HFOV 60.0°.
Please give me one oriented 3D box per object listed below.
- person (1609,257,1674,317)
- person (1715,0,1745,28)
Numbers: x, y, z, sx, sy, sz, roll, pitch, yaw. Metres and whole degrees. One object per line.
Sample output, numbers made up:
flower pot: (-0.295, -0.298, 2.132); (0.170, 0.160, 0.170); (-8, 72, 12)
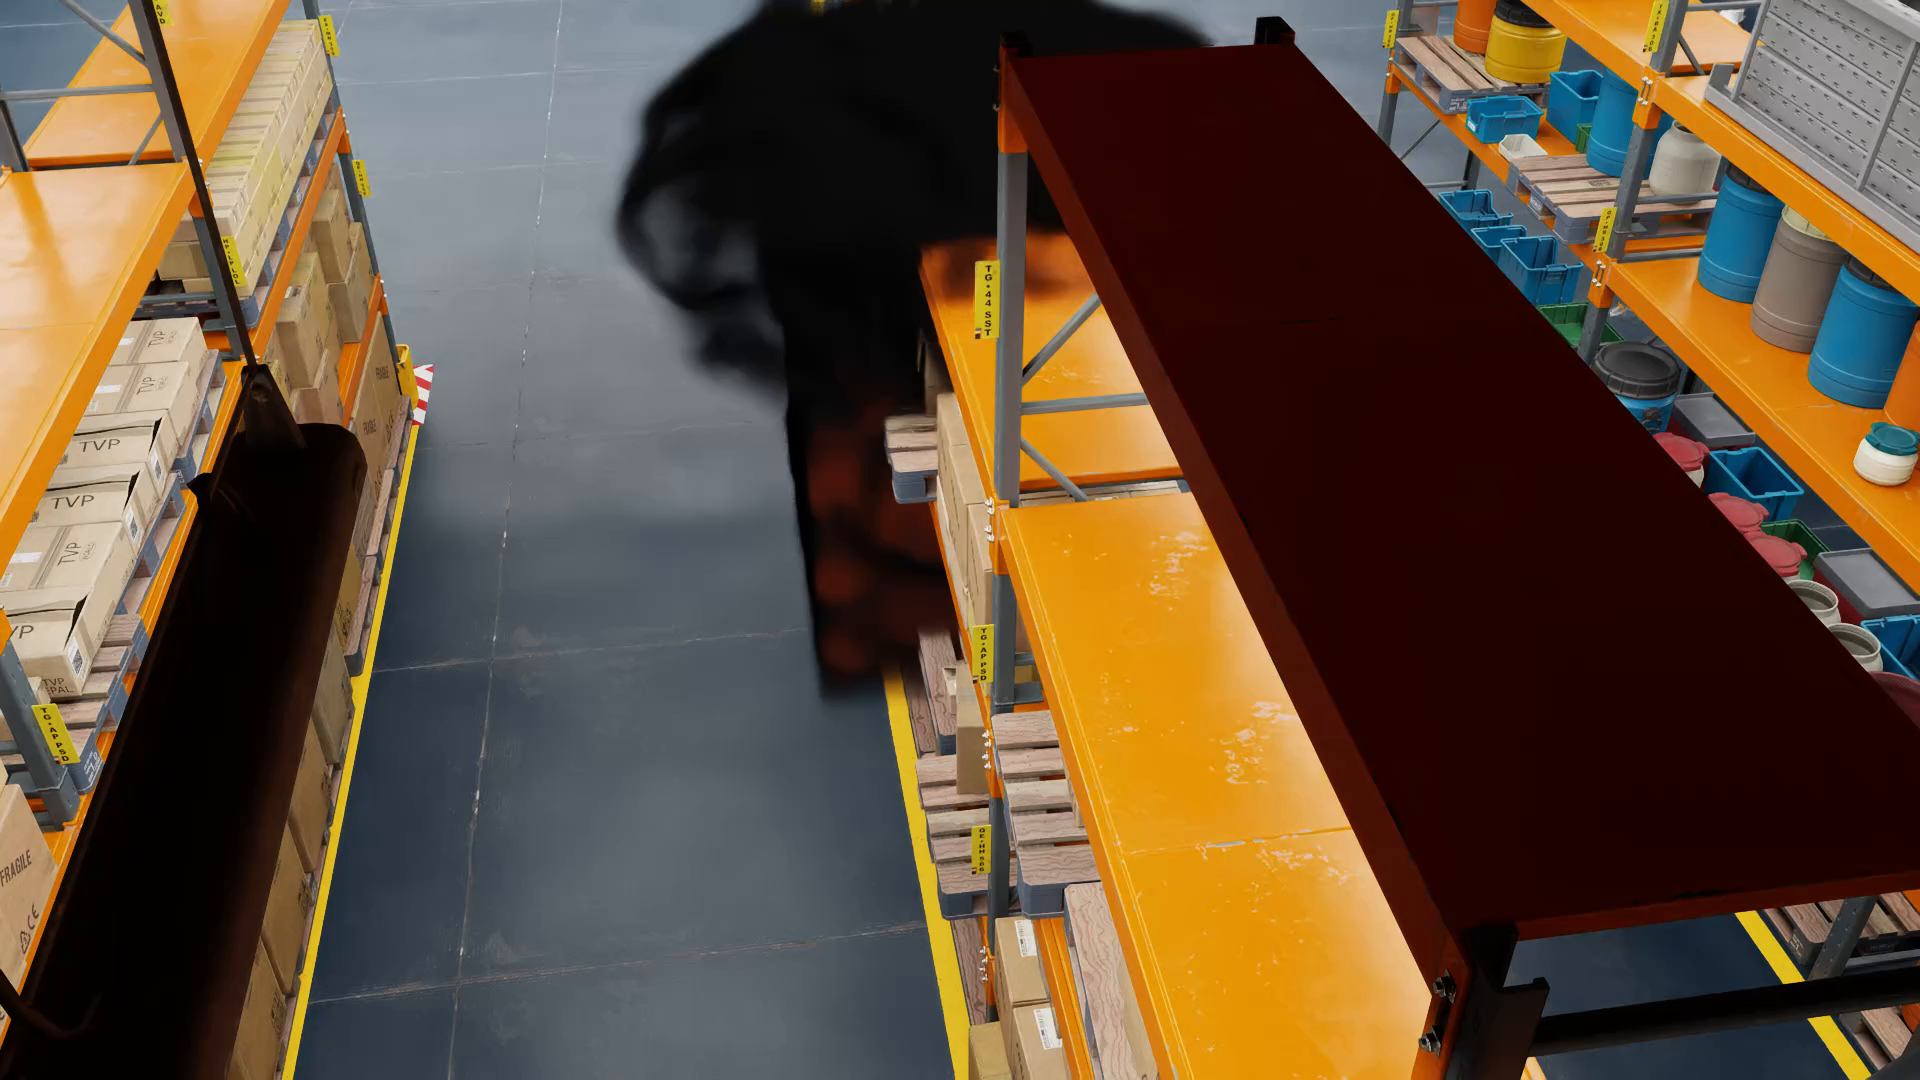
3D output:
person: (6.443, -2.808, 15.448); (0.850, 1.857, 0.590); (23, 42, 28)
person: (8.963, -5.777, 19.849); (0.664, 1.752, 0.671); (10, 37, 13)
